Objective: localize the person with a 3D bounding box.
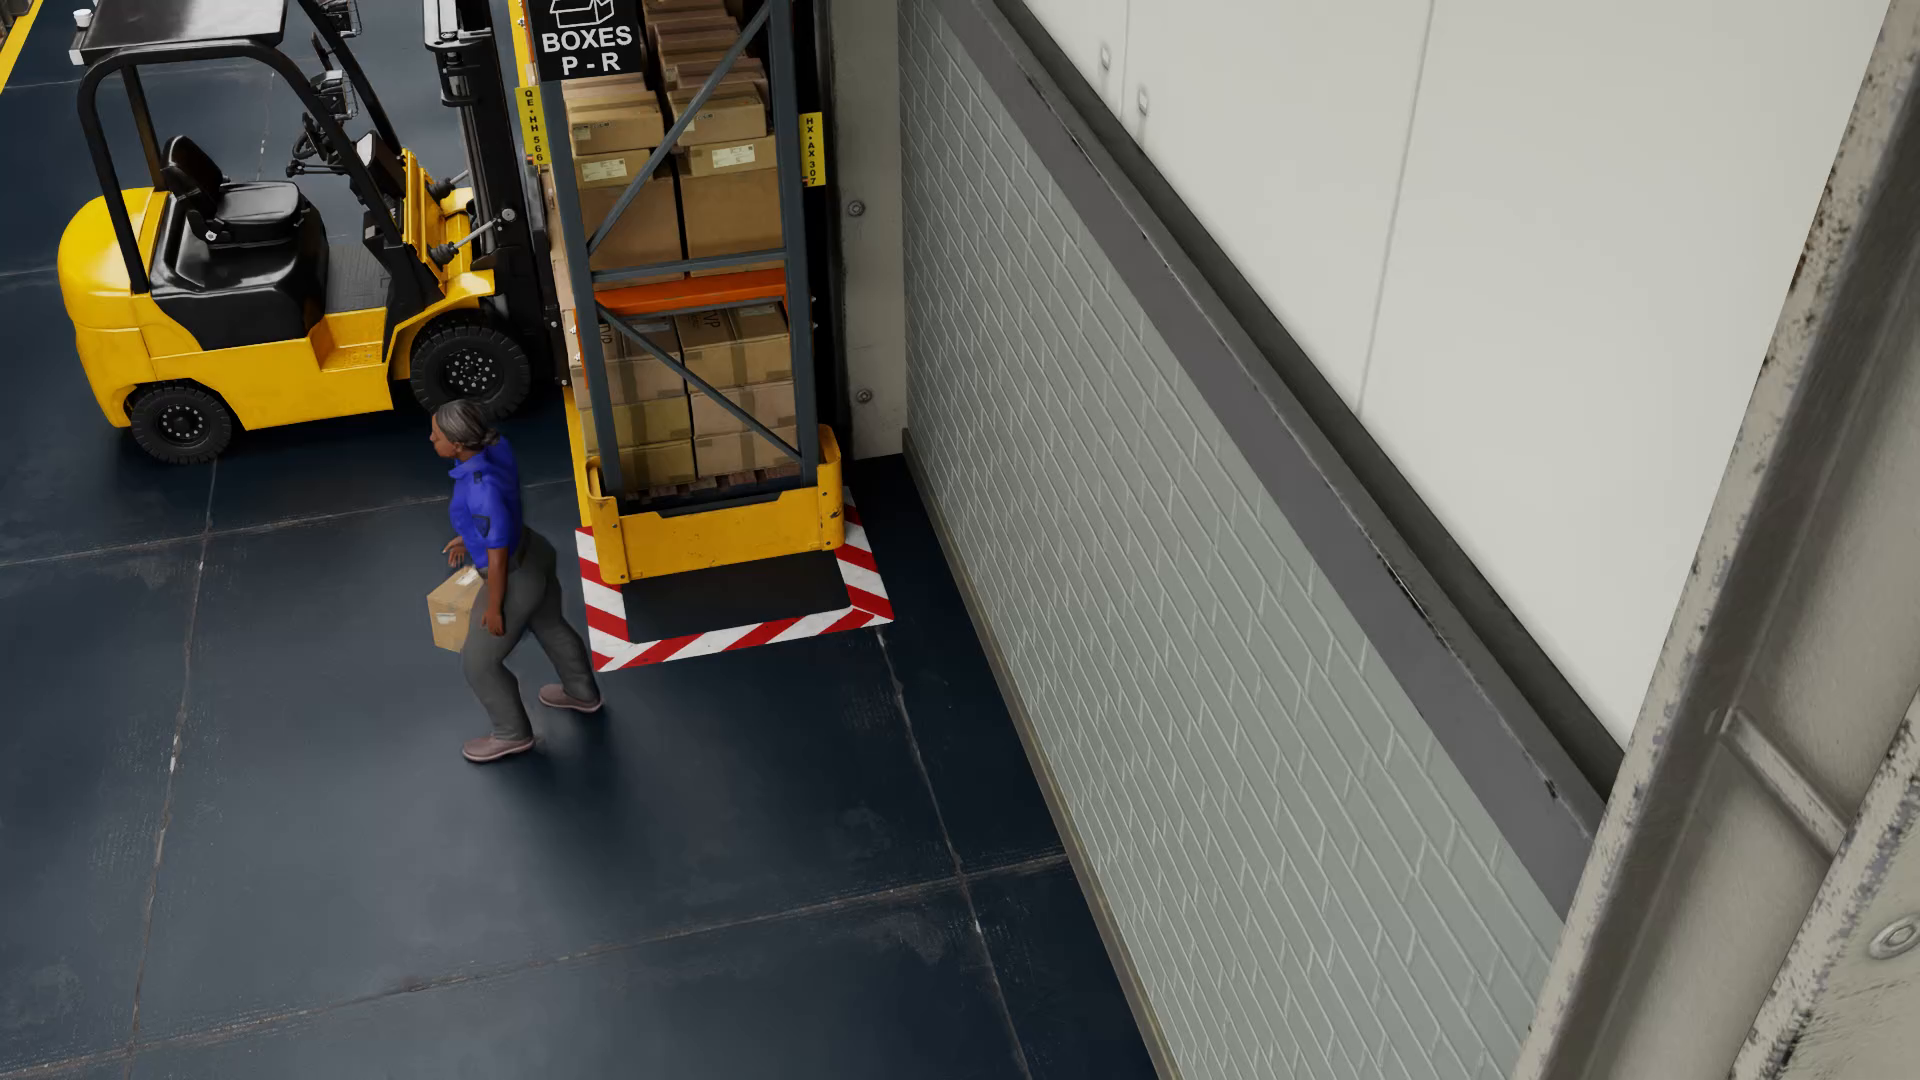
[{"bbox_3d":[-1.798,0.146,6.547,0.541,1.645,0.550,-1,38,-2],"label":"person"}]
